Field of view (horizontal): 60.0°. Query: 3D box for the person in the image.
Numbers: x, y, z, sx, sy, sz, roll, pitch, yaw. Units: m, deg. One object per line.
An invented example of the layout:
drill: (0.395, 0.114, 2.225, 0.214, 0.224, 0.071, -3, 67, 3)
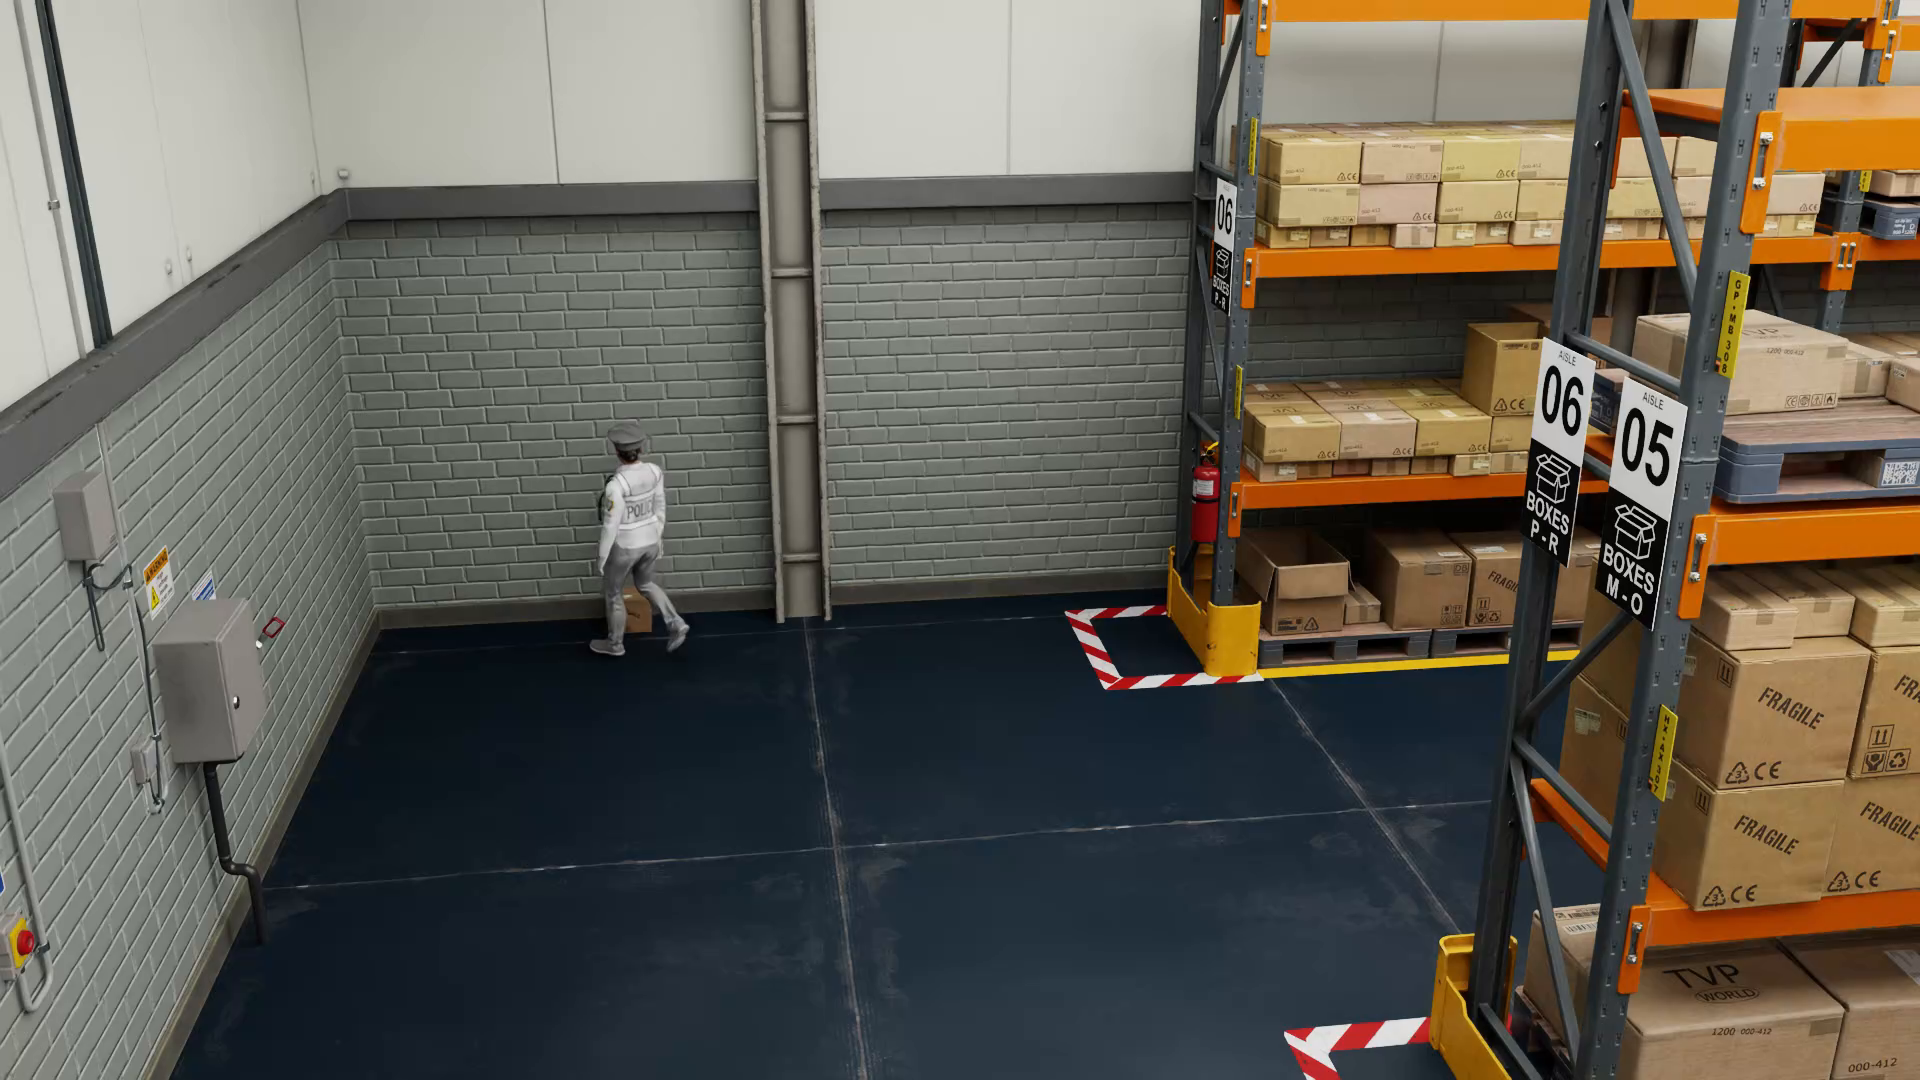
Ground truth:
person: (-2.192, 0.022, 11.002, 0.742, 1.640, 0.519, 15, 25, 36)
